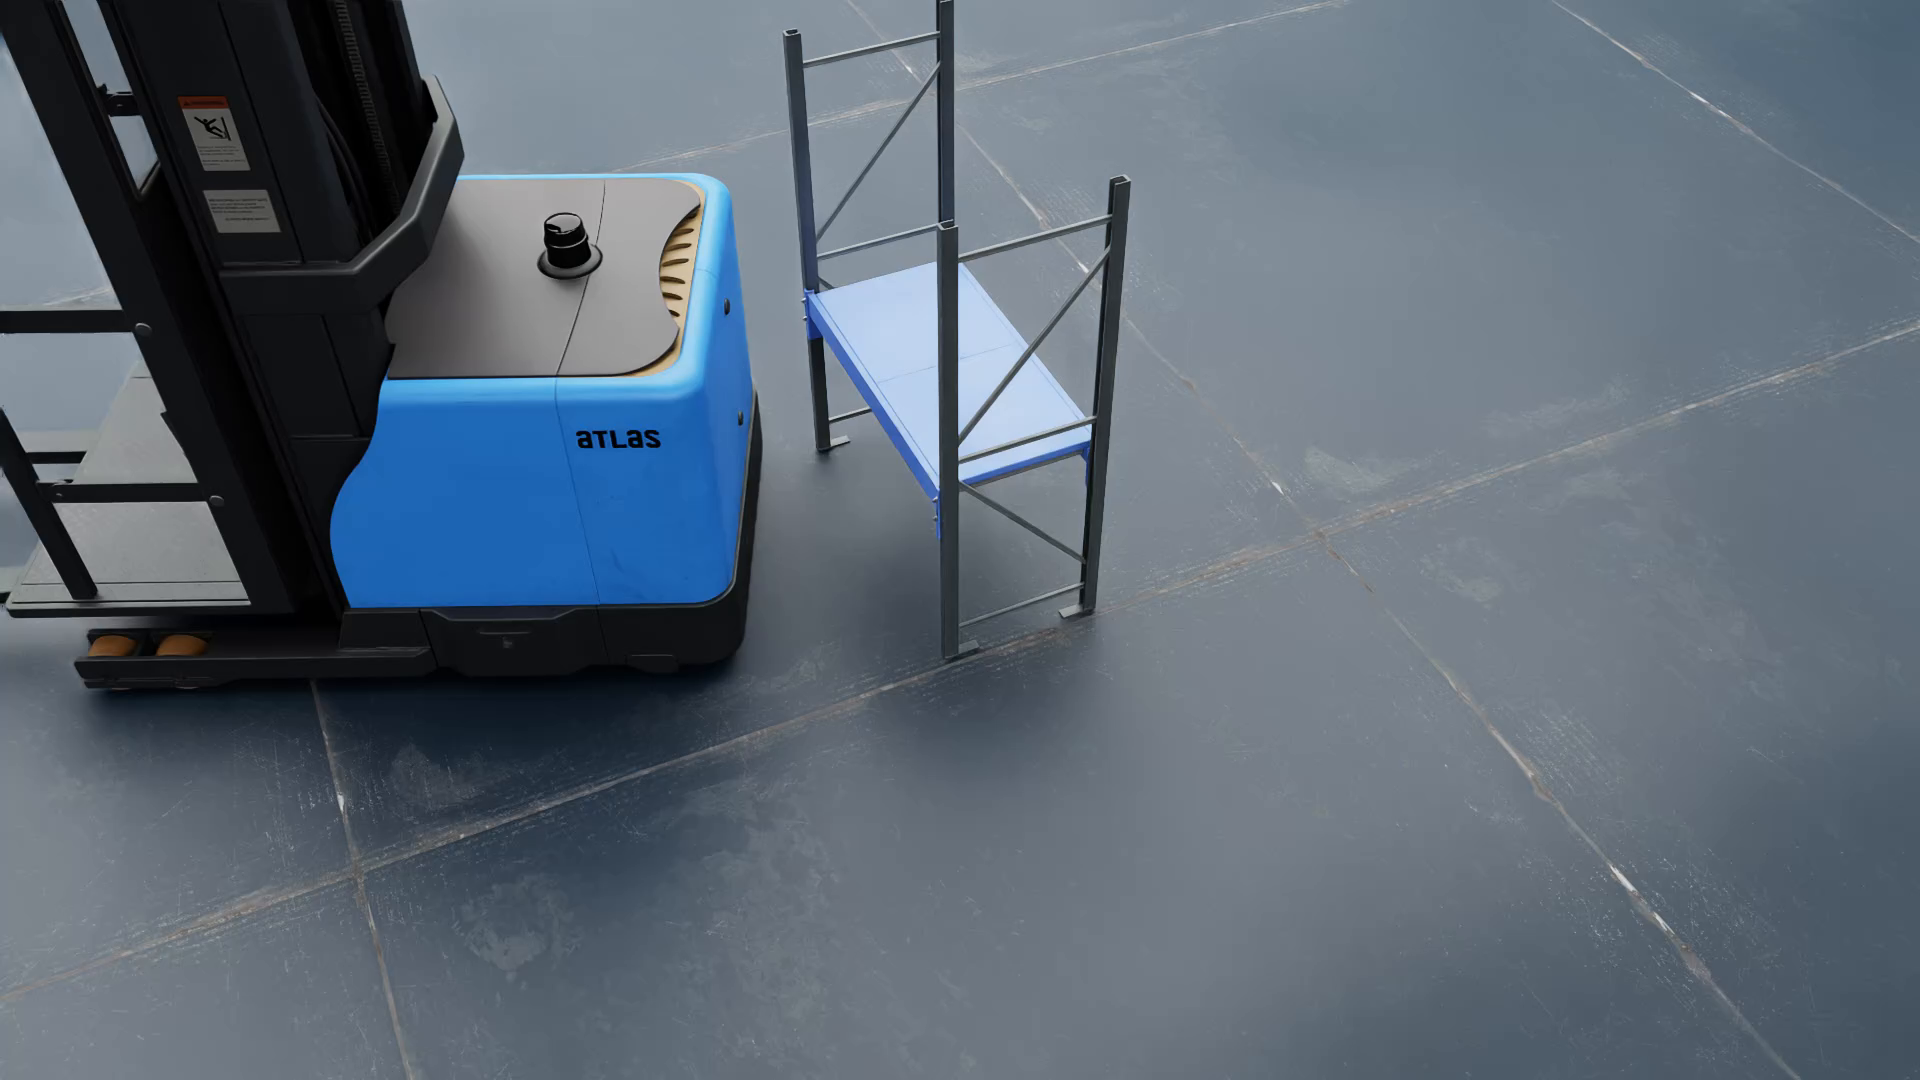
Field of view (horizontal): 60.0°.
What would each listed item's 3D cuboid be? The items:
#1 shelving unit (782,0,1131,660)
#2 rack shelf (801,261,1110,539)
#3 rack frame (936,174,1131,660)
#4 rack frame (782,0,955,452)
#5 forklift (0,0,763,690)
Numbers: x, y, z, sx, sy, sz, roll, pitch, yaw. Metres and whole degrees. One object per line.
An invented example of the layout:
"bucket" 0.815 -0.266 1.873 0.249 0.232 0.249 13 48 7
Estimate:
"shelving unit" -0.036 -0.588 4.778 0.538 1.500 1.048 -18 47 -17
"rack shelf" -0.036 -0.460 4.905 0.538 0.185 1.000 -18 47 -17
"rack frame" 0.178 -0.264 4.450 0.500 1.500 0.032 -18 47 -17
"rack frame" -0.250 -0.912 5.107 0.500 1.500 0.032 -18 47 -17
"forklift" -2.154 -0.986 4.163 3.031 2.935 1.130 -1 45 -1
